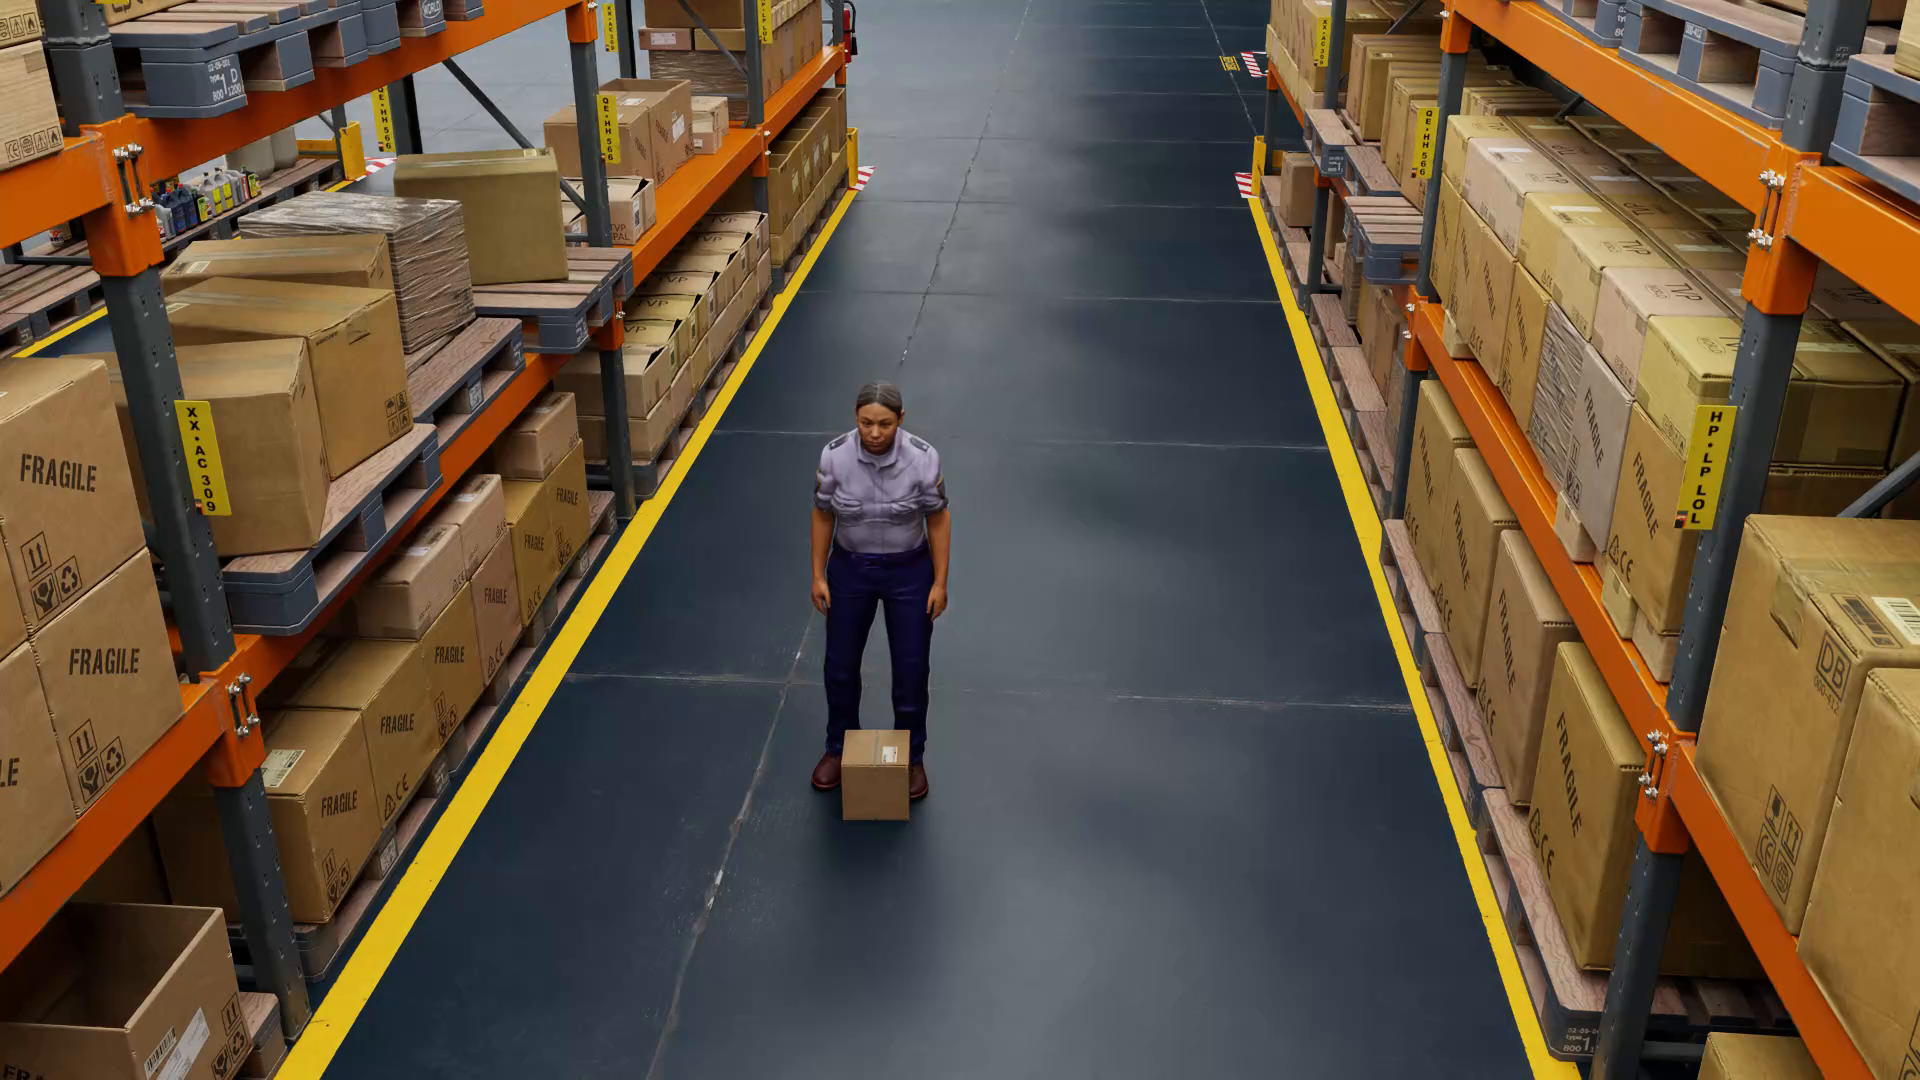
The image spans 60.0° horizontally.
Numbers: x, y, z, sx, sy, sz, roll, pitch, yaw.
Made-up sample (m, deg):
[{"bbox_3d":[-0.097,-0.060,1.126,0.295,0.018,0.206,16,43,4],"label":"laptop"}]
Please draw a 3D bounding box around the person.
[{"bbox_3d":[-0.307,0.170,6.244,0.540,1.652,0.413,2,25,4],"label":"person"}]
